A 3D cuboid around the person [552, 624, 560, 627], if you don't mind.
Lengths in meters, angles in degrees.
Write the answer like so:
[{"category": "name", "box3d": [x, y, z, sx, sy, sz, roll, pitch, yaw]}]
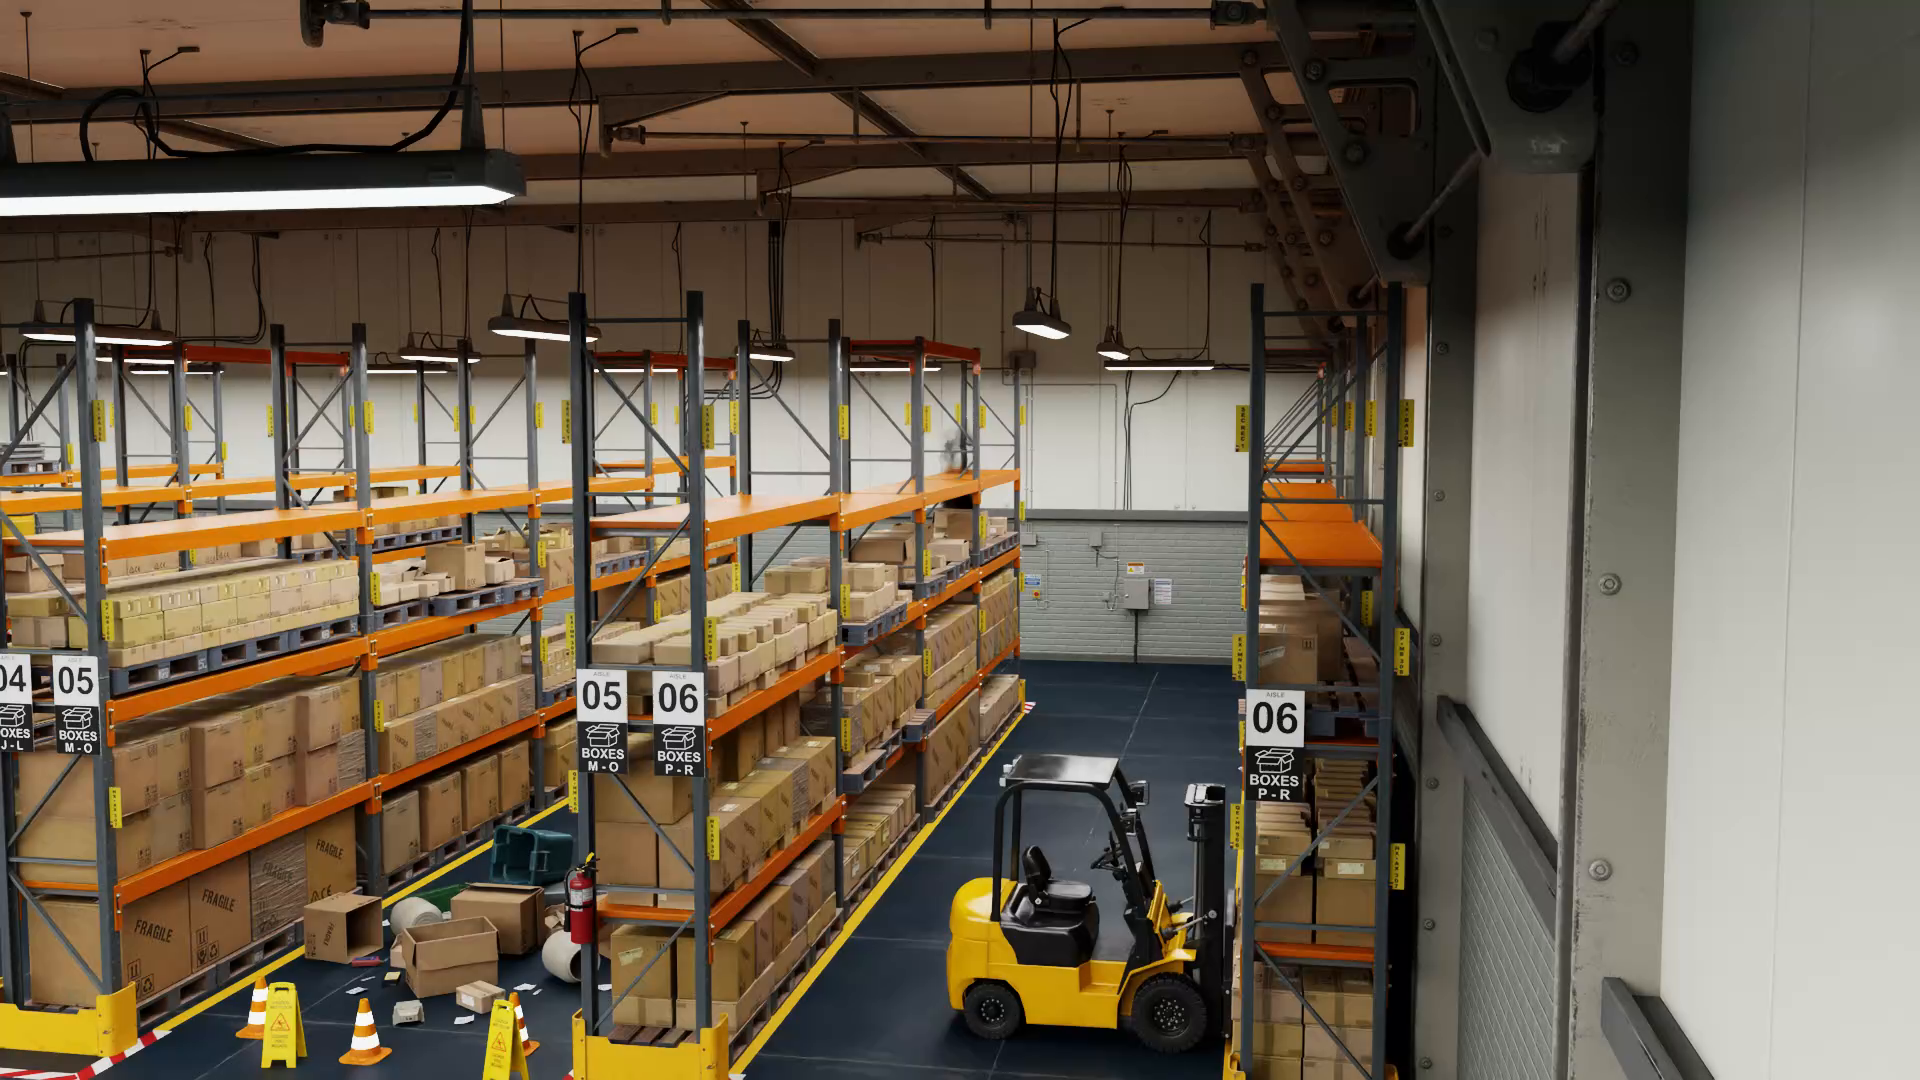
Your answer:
[{"category": "person", "box3d": [-6.577, 2.182, 27.286, 0.588, 1.633, 0.742, 1, 5, 14]}]
